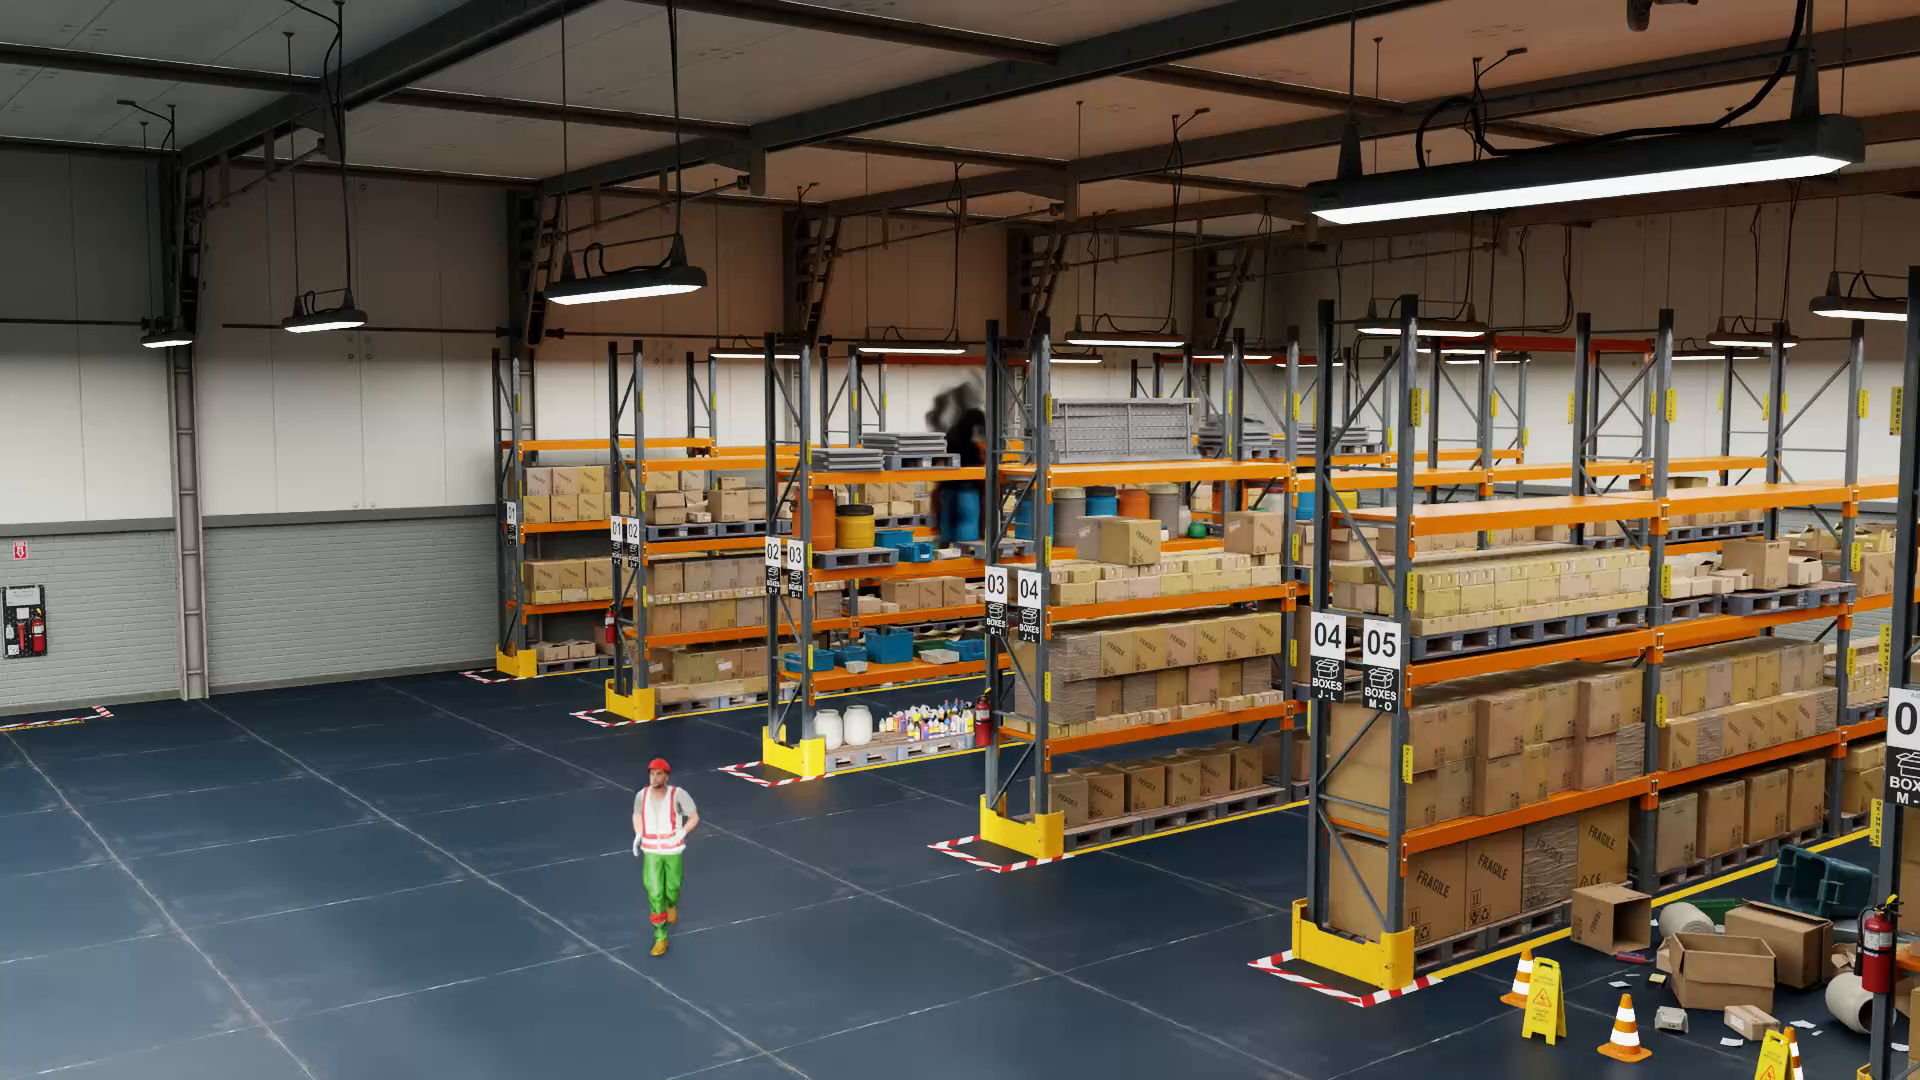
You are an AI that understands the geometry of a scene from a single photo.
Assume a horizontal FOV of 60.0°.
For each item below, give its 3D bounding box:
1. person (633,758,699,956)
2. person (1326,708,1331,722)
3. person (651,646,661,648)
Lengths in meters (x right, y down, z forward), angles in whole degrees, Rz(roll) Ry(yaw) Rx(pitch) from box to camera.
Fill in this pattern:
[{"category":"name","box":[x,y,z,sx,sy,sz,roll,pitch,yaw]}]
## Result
[{"category":"person","box":[-2.771,2.920,15.605,0.646,1.779,0.816,0,5,2]},{"category":"person","box":[5.373,2.172,24.566,0.606,1.673,0.656,-4,6,-37]},{"category":"person","box":[-5.344,1.758,29.370,0.631,1.770,0.739,5,7,42]}]
